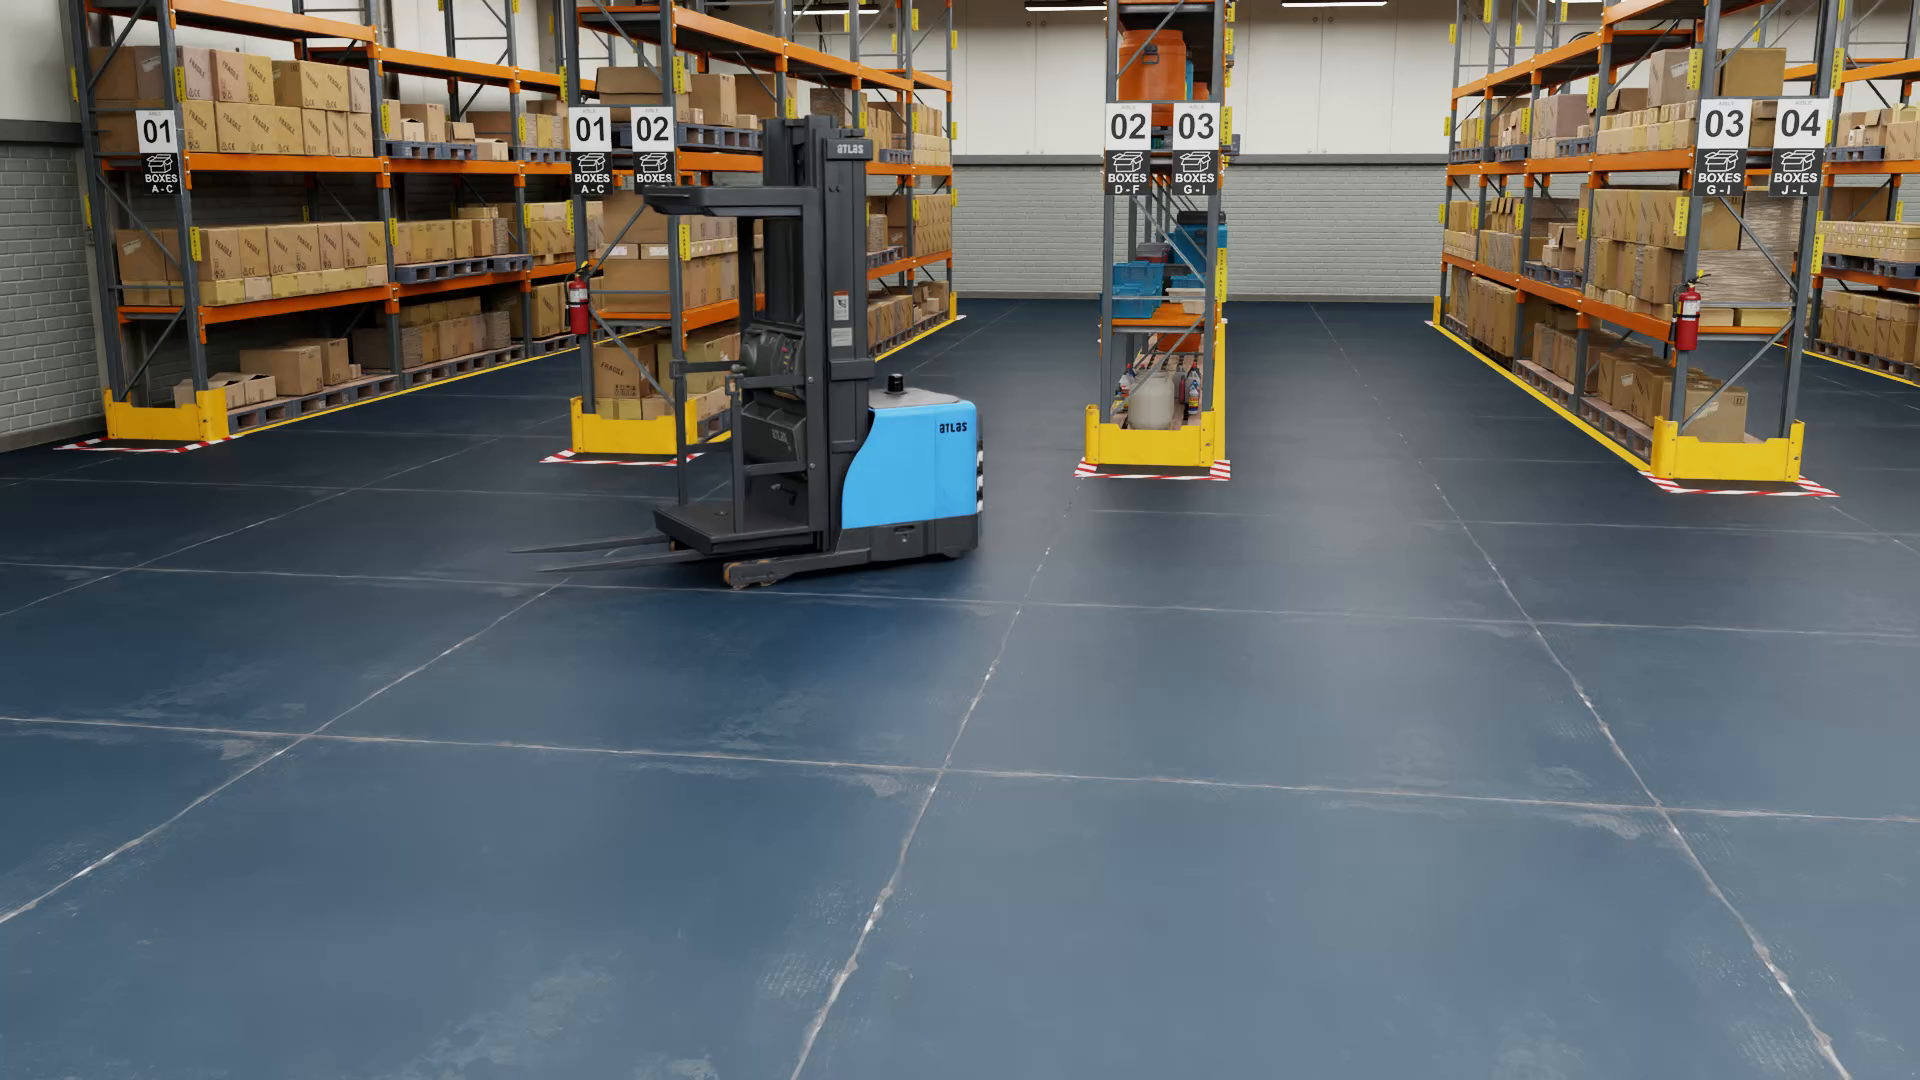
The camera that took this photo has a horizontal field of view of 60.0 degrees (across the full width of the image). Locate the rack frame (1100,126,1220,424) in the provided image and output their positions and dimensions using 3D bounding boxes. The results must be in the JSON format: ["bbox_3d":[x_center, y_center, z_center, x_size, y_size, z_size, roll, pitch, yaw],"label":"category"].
[{"bbox_3d":[1.781,-2.167,14.927,1.000,3.000,0.127,2,12,9],"label":"rack frame"}]

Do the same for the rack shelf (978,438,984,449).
[{"bbox_3d":[0.025,-0.676,11.869,0.258,0.077,0.200,2,12,10],"label":"rack shelf"}]

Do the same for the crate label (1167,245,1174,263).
[{"bbox_3d":[2.592,-3.651,21.731,0.502,0.435,0.616,2,12,9],"label":"crate label"}]

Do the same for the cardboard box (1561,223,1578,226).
[{"bbox_3d":[7.875,-3.692,20.773,0.700,0.500,0.500,4,13,17],"label":"cardboard box"}]

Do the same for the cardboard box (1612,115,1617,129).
[{"bbox_3d":[6.963,-4.311,17.169,0.380,0.149,0.250,1,12,6],"label":"cardboard box"}]

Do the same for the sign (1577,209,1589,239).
[{"bbox_3d":[6.742,-3.422,18.004,0.100,0.325,0.005,2,12,9],"label":"sign"}]

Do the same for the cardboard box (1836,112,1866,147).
[{"bbox_3d":[13.240,-5.968,24.210,0.700,0.500,0.500,2,12,9],"label":"cardboard box"}]

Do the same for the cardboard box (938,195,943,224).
[{"bbox_3d":[-0.600,-5.881,29.553,0.500,0.500,0.500,2,12,10],"label":"cardboard box"}]

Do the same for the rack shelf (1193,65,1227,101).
[{"bbox_3d":[3.319,-6.634,24.072,1.077,0.370,4.000,2,12,9],"label":"rack shelf"}]

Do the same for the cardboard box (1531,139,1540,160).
[{"bbox_3d":[7.582,-4.975,21.194,0.500,0.250,0.500,2,12,10],"label":"cardboard box"}]

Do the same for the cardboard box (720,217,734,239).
[{"bbox_3d":[-2.791,-3.438,17.508,0.700,0.500,0.500,2,12,9],"label":"cardboard box"}]

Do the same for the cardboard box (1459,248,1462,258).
[{"bbox_3d":[8.442,-4.723,27.385,0.380,0.149,0.250,2,12,8],"label":"cardboard box"}]

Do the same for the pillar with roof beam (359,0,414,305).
[{"bbox_3d":[-3.578,-6.704,21.739,9.100,9.000,0.400,2,12,9],"label":"pillar with roof beam"}]

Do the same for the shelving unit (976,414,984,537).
[{"bbox_3d":[0.025,-0.444,11.919,0.258,0.900,0.210,2,12,10],"label":"shelving unit"}]

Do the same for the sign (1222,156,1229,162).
[{"bbox_3d":[3.557,-5.231,22.273,0.100,0.325,0.005,2,12,9],"label":"sign"}]

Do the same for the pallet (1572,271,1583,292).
[{"bbox_3d":[7.552,-2.899,18.782,1.003,0.211,1.213,2,12,9],"label":"pallet"}]

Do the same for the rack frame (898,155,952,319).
[{"bbox_3d":[-0.652,-5.659,31.130,1.000,3.000,0.127,2,12,9],"label":"rack frame"}]

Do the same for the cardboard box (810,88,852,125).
[{"bbox_3d":[-1.809,-6.088,23.391,0.500,0.500,0.500,2,12,9],"label":"cardboard box"}]

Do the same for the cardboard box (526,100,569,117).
[{"bbox_3d":[-6.497,-6.788,26.190,0.500,0.250,0.500,1,12,7],"label":"cardboard box"}]

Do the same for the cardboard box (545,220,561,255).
[{"bbox_3d":[-6.360,-4.559,25.035,0.500,0.500,0.500,2,12,11],"label":"cardboard box"}]

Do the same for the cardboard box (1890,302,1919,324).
[{"bbox_3d":[12.637,-2.991,21.906,0.500,0.250,0.500,2,12,7],"label":"cardboard box"}]

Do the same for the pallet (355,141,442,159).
[{"bbox_3d":[-7.192,-4.820,20.564,1.213,0.211,1.003,2,12,9],"label":"pallet"}]

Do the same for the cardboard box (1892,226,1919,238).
[{"bbox_3d":[12.455,-4.032,21.770,0.380,0.149,0.250,2,12,8],"label":"cardboard box"}]

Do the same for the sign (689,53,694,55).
[{"bbox_3d":[-5.013,-9.226,31.037,0.100,0.325,0.005,2,12,9],"label":"sign"}]

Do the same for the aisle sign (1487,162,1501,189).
[{"bbox_3d":[9.444,-6.613,29.388,0.394,0.787,0.004,2,12,9],"label":"aisle sign"}]

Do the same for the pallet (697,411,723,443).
[{"bbox_3d":[-3.036,-1.125,16.714,1.003,0.211,1.213,2,12,9],"label":"pallet"}]

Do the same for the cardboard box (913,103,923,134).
[{"bbox_3d":[-1.013,-7.032,27.771,0.700,0.500,0.500,2,12,9],"label":"cardboard box"}]

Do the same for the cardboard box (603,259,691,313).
[{"bbox_3d":[-3.028,-2.474,16.114,0.700,0.500,0.500,2,12,9],"label":"cardboard box"}]

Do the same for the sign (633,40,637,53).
[{"bbox_3d":[-6.094,-9.304,31.213,0.100,0.325,0.005,2,12,9],"label":"sign"}]

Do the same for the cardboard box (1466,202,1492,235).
[{"bbox_3d":[8.409,-5.151,26.646,0.500,0.500,0.500,2,12,9],"label":"cardboard box"}]

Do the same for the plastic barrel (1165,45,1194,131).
[{"bbox_3d":[2.138,-4.712,17.432,0.600,0.901,0.708,2,12,9],"label":"plastic barrel"}]

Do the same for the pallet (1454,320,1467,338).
[{"bbox_3d":[8.901,-3.551,27.972,1.003,0.211,1.213,2,12,9],"label":"pallet"}]

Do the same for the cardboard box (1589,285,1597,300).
[{"bbox_3d":[6.909,-2.629,17.670,0.380,0.149,0.250,2,12,9],"label":"cardboard box"}]

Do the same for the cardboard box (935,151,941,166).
[{"bbox_3d":[-0.622,-6.728,29.328,0.500,0.250,0.500,2,12,9],"label":"cardboard box"}]

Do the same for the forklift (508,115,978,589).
[{"bbox_3d":[-1.412,-1.247,10.822,3.031,2.935,1.130,-7,14,-29],"label":"forklift"}]

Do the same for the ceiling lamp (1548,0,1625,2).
[{"bbox_3d":[12.054,-11.600,30.601,2.000,3.185,0.800,2,12,9],"label":"ceiling lamp"}]

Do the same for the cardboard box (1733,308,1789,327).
[{"bbox_3d":[6.955,-1.935,14.448,0.380,0.149,0.250,2,12,9],"label":"cardboard box"}]

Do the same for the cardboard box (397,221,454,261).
[{"bbox_3d":[-7.117,-3.943,21.889,0.700,0.500,0.500,4,13,16],"label":"cardboard box"}]

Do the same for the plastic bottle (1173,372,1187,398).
[{"bbox_3d":[2.403,-1.699,18.178,0.152,0.276,0.135,2,12,9],"label":"plastic bottle"}]

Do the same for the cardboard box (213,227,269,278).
[{"bbox_3d":[-7.551,-2.983,17.243,0.500,0.500,0.500,2,12,9],"label":"cardboard box"}]

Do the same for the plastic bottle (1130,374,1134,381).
[{"bbox_3d":[1.848,-1.655,17.984,0.097,0.271,0.097,0,12,0],"label":"plastic bottle"}]

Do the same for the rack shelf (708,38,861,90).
[{"bbox_3d":[-2.190,-5.962,20.957,1.077,0.370,4.000,2,12,9],"label":"rack shelf"}]

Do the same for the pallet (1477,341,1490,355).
[{"bbox_3d":[8.477,-2.978,25.310,1.003,0.211,1.213,2,12,9],"label":"pallet"}]

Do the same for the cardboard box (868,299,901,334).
[{"bbox_3d":[-1.221,-3.500,26.003,0.500,0.500,0.500,2,12,9],"label":"cardboard box"}]

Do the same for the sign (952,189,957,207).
[{"bbox_3d":[-0.106,-6.357,30.872,0.100,0.325,0.005,2,12,9],"label":"sign"}]

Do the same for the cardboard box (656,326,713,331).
[{"bbox_3d":[-3.031,-2.094,18.338,0.500,0.500,0.500,2,12,9],"label":"cardboard box"}]

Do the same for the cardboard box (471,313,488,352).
[{"bbox_3d":[-7.031,-2.891,23.177,0.700,0.500,0.500,2,12,9],"label":"cardboard box"}]

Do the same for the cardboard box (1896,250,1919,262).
[{"bbox_3d":[12.413,-3.690,21.594,0.380,0.149,0.250,2,12,10],"label":"cardboard box"}]

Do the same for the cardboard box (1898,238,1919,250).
[{"bbox_3d":[12.417,-3.835,21.563,0.380,0.149,0.250,2,12,10],"label":"cardboard box"}]

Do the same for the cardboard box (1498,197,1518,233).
[{"bbox_3d":[8.314,-4.768,24.378,0.797,0.503,0.637,2,12,9],"label":"cardboard box"}]

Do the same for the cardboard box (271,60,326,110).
[{"bbox_3d":[-7.345,-4.997,18.284,0.500,0.500,0.500,1,12,7],"label":"cardboard box"}]

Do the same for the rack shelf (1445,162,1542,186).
[{"bbox_3d":[8.829,-6.035,27.465,1.077,0.370,4.000,2,12,9],"label":"rack shelf"}]

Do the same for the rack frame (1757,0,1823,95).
[{"bbox_3d":[14.022,-8.088,28.162,1.000,3.000,0.127,2,12,9],"label":"rack frame"}]

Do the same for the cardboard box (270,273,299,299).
[{"bbox_3d":[-7.469,-2.730,17.848,0.500,0.250,0.500,2,12,8],"label":"cardboard box"}]
